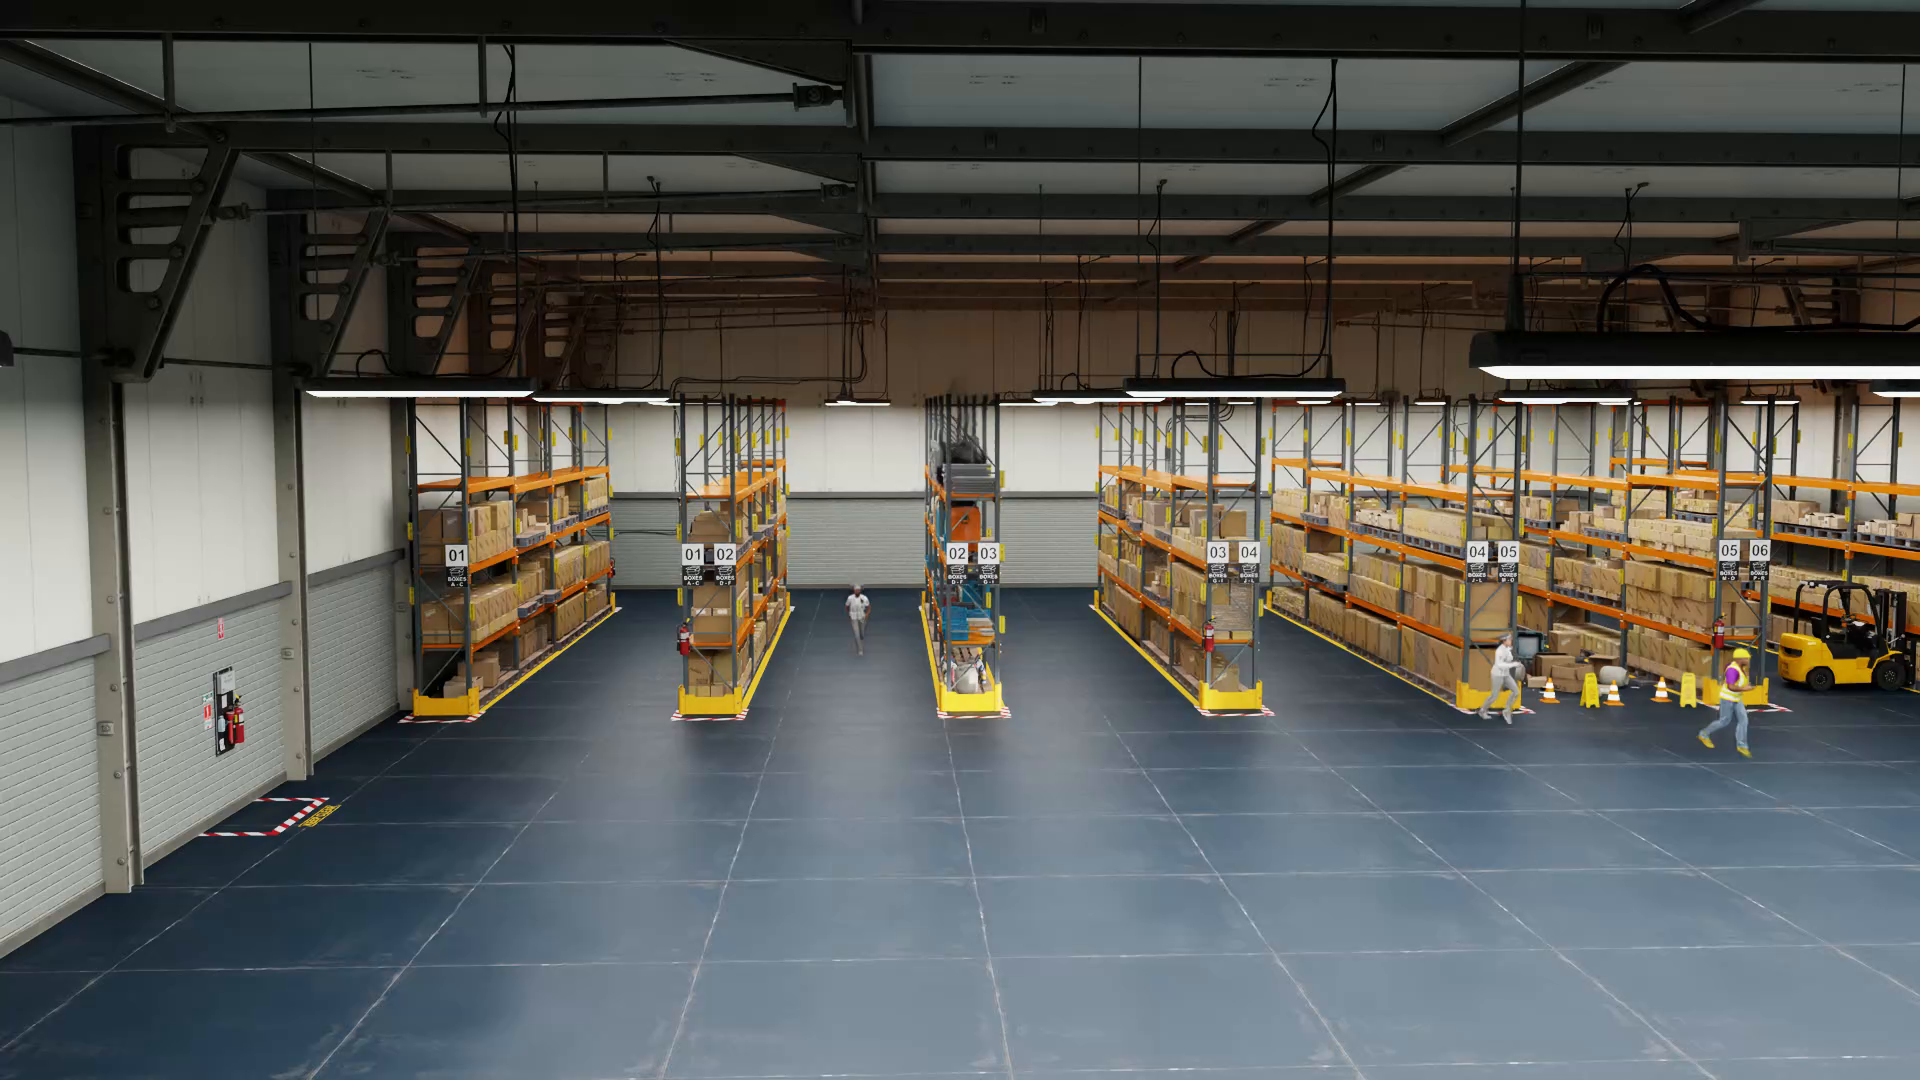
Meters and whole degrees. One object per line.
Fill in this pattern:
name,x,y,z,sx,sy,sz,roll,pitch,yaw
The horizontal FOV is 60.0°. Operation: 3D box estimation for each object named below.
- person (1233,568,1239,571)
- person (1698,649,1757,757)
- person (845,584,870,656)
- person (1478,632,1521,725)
person,7.932,1.127,48.114,0.588,1.674,0.635,2,5,23
person,12.744,2.693,27.579,0.925,1.816,0.714,4,6,43
person,-2.390,1.841,38.822,0.598,1.671,0.680,0,5,-3
person,9.825,2.495,30.245,0.804,1.700,0.639,4,6,42
